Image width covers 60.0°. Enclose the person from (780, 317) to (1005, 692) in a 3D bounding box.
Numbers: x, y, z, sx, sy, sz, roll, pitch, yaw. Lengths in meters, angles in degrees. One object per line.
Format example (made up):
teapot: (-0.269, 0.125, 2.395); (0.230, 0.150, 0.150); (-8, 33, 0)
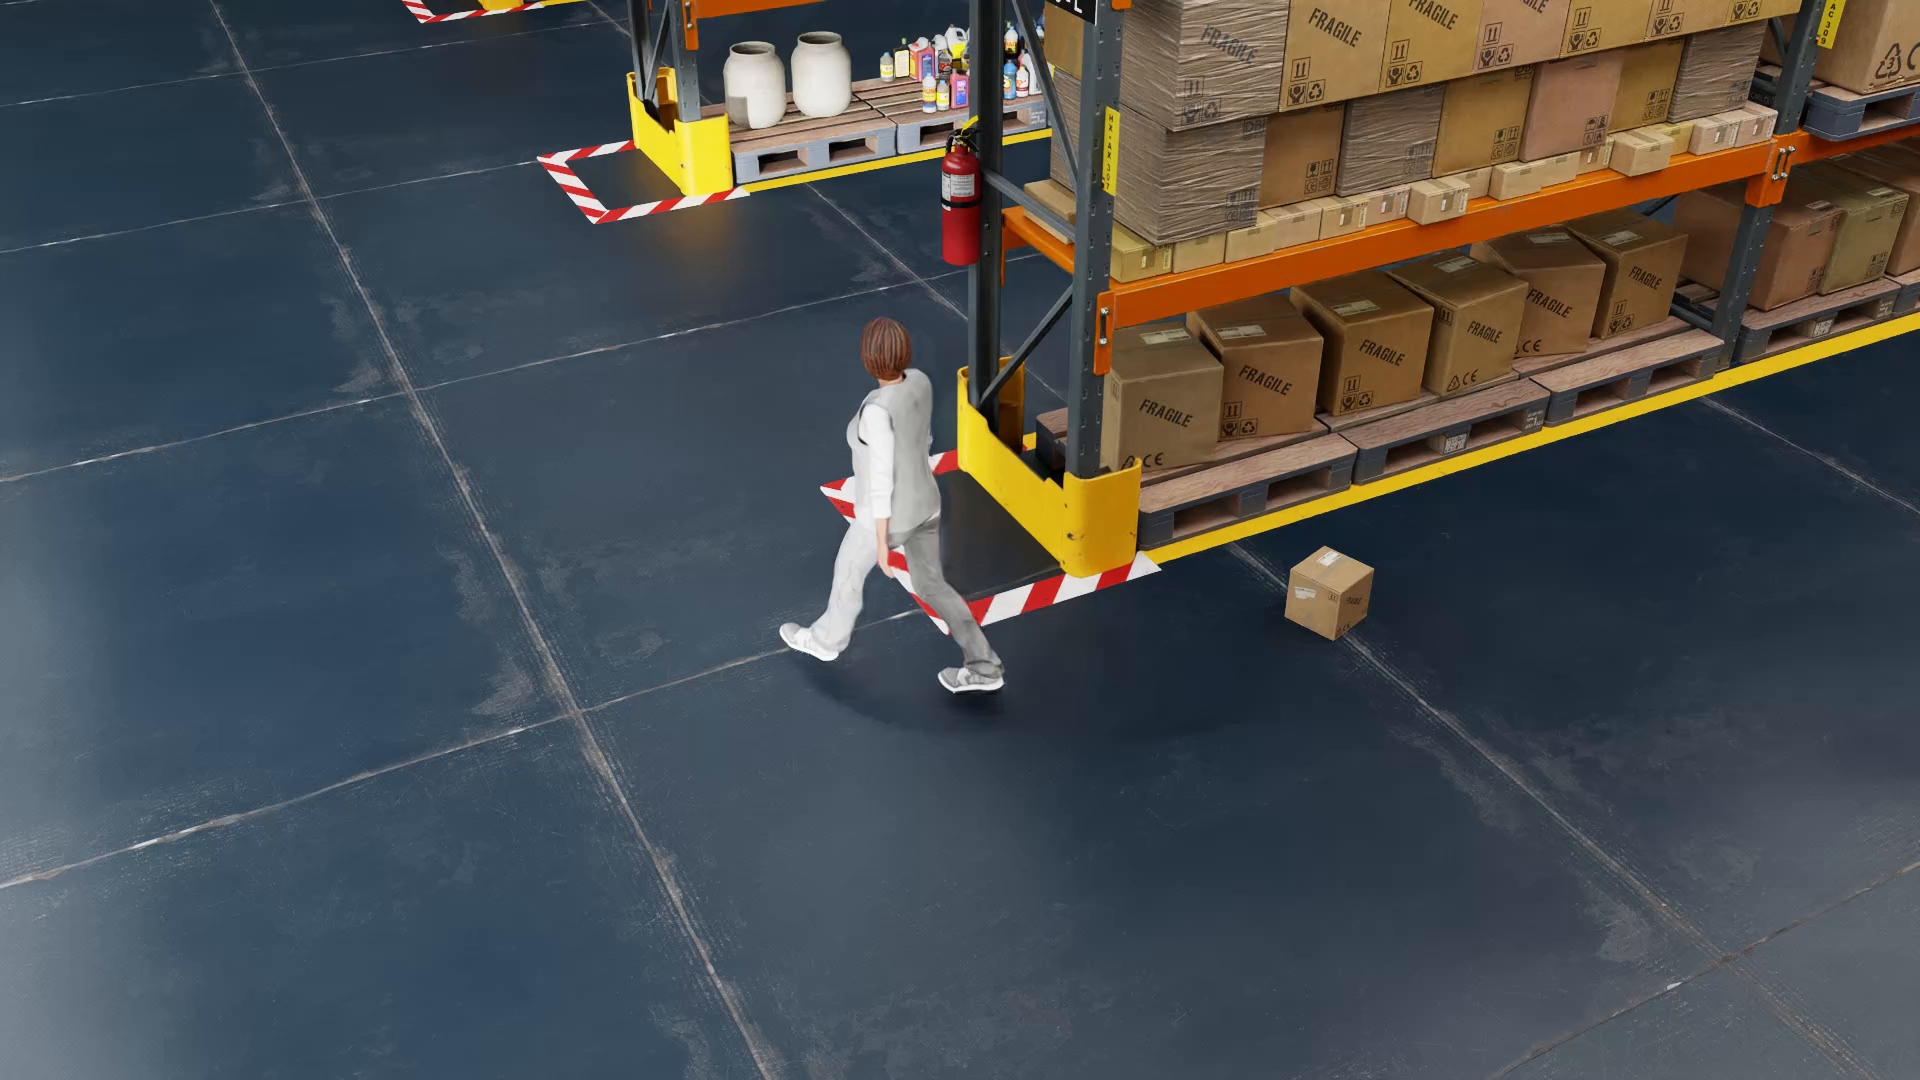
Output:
person: (-0.266, -0.123, 6.344); (0.980, 1.527, 0.491); (20, 38, 27)
